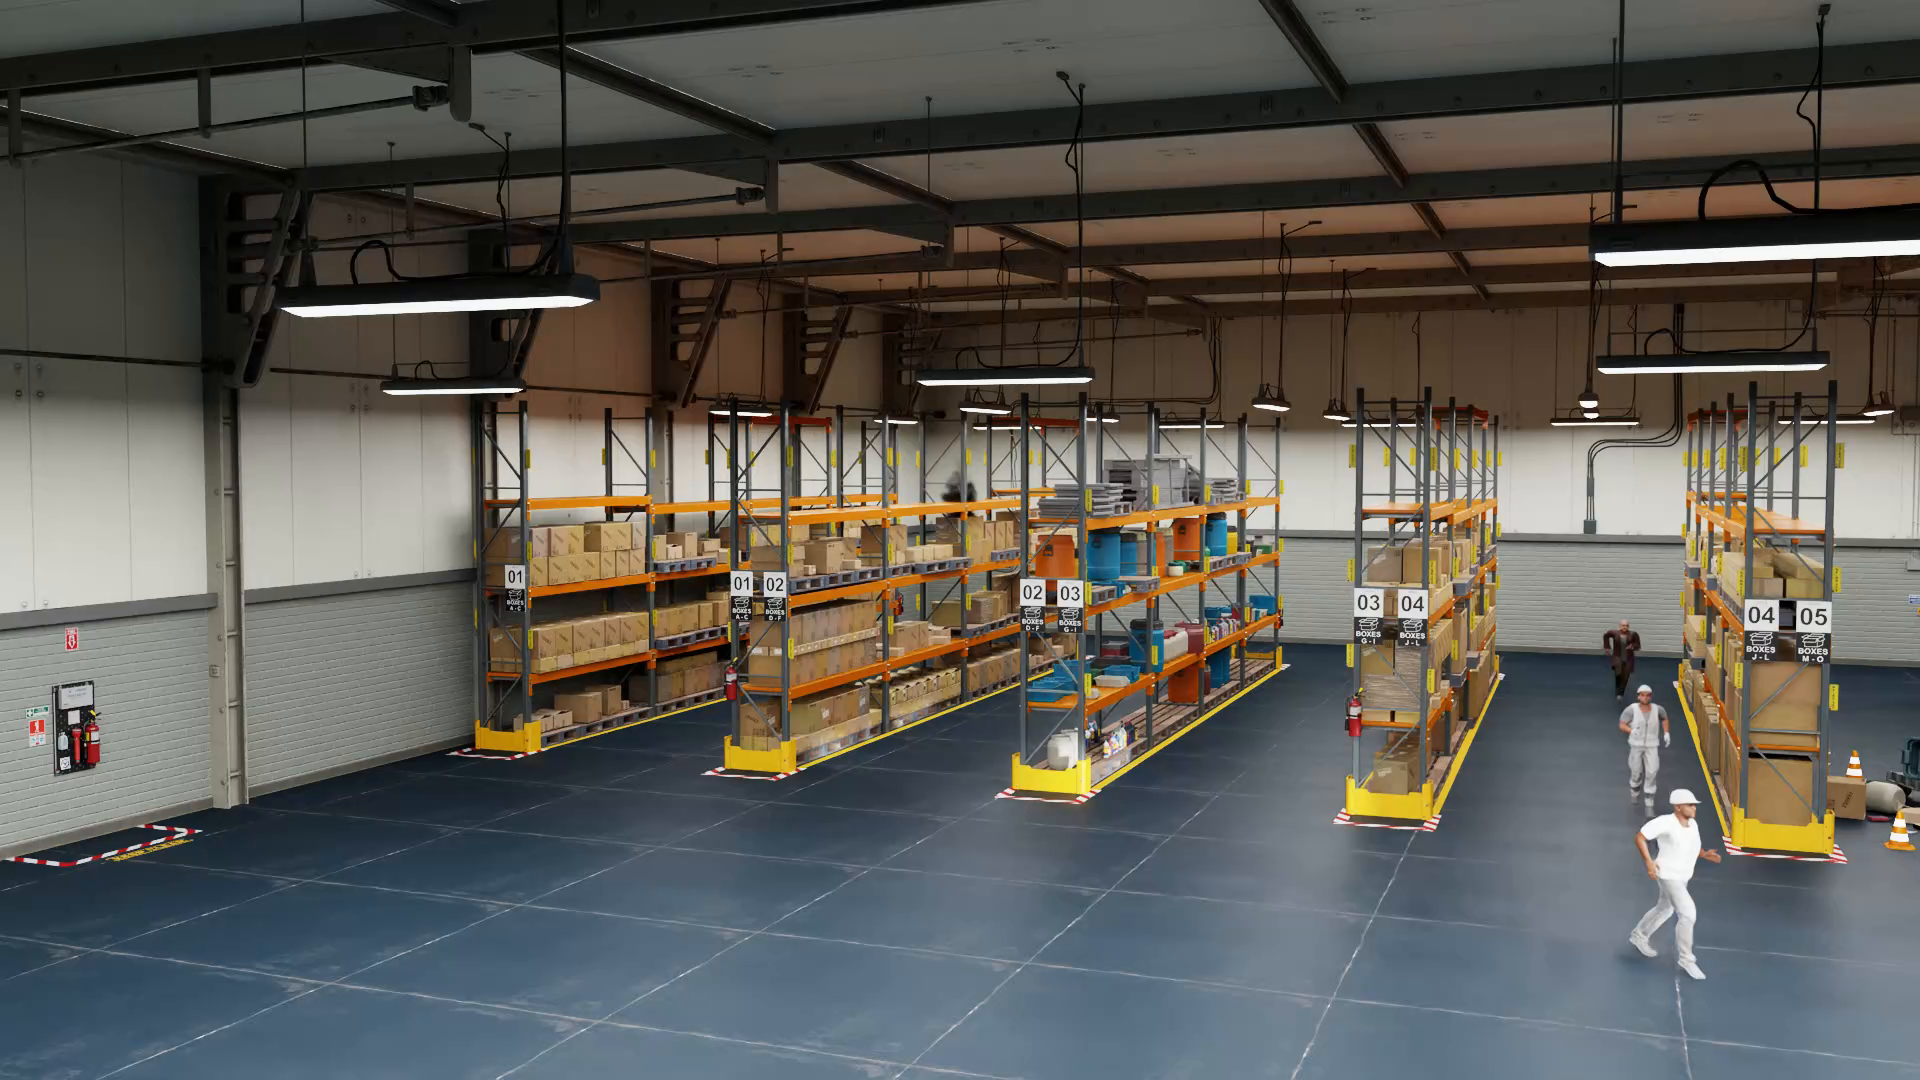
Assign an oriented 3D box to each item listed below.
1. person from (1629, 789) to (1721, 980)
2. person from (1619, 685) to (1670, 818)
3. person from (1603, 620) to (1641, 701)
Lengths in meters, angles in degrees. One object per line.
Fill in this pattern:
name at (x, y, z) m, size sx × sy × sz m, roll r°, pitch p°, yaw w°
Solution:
person at (7.000, 3.330, 16.346) m, size 0.616 × 1.806 × 0.893 m, roll -2°, pitch 4°, yaw -40°
person at (9.684, 2.961, 23.541) m, size 0.683 × 1.844 × 0.817 m, roll 1°, pitch 3°, yaw 17°
person at (13.618, 2.483, 34.209) m, size 0.692 × 1.704 × 0.852 m, roll 1°, pitch 3°, yaw 15°
